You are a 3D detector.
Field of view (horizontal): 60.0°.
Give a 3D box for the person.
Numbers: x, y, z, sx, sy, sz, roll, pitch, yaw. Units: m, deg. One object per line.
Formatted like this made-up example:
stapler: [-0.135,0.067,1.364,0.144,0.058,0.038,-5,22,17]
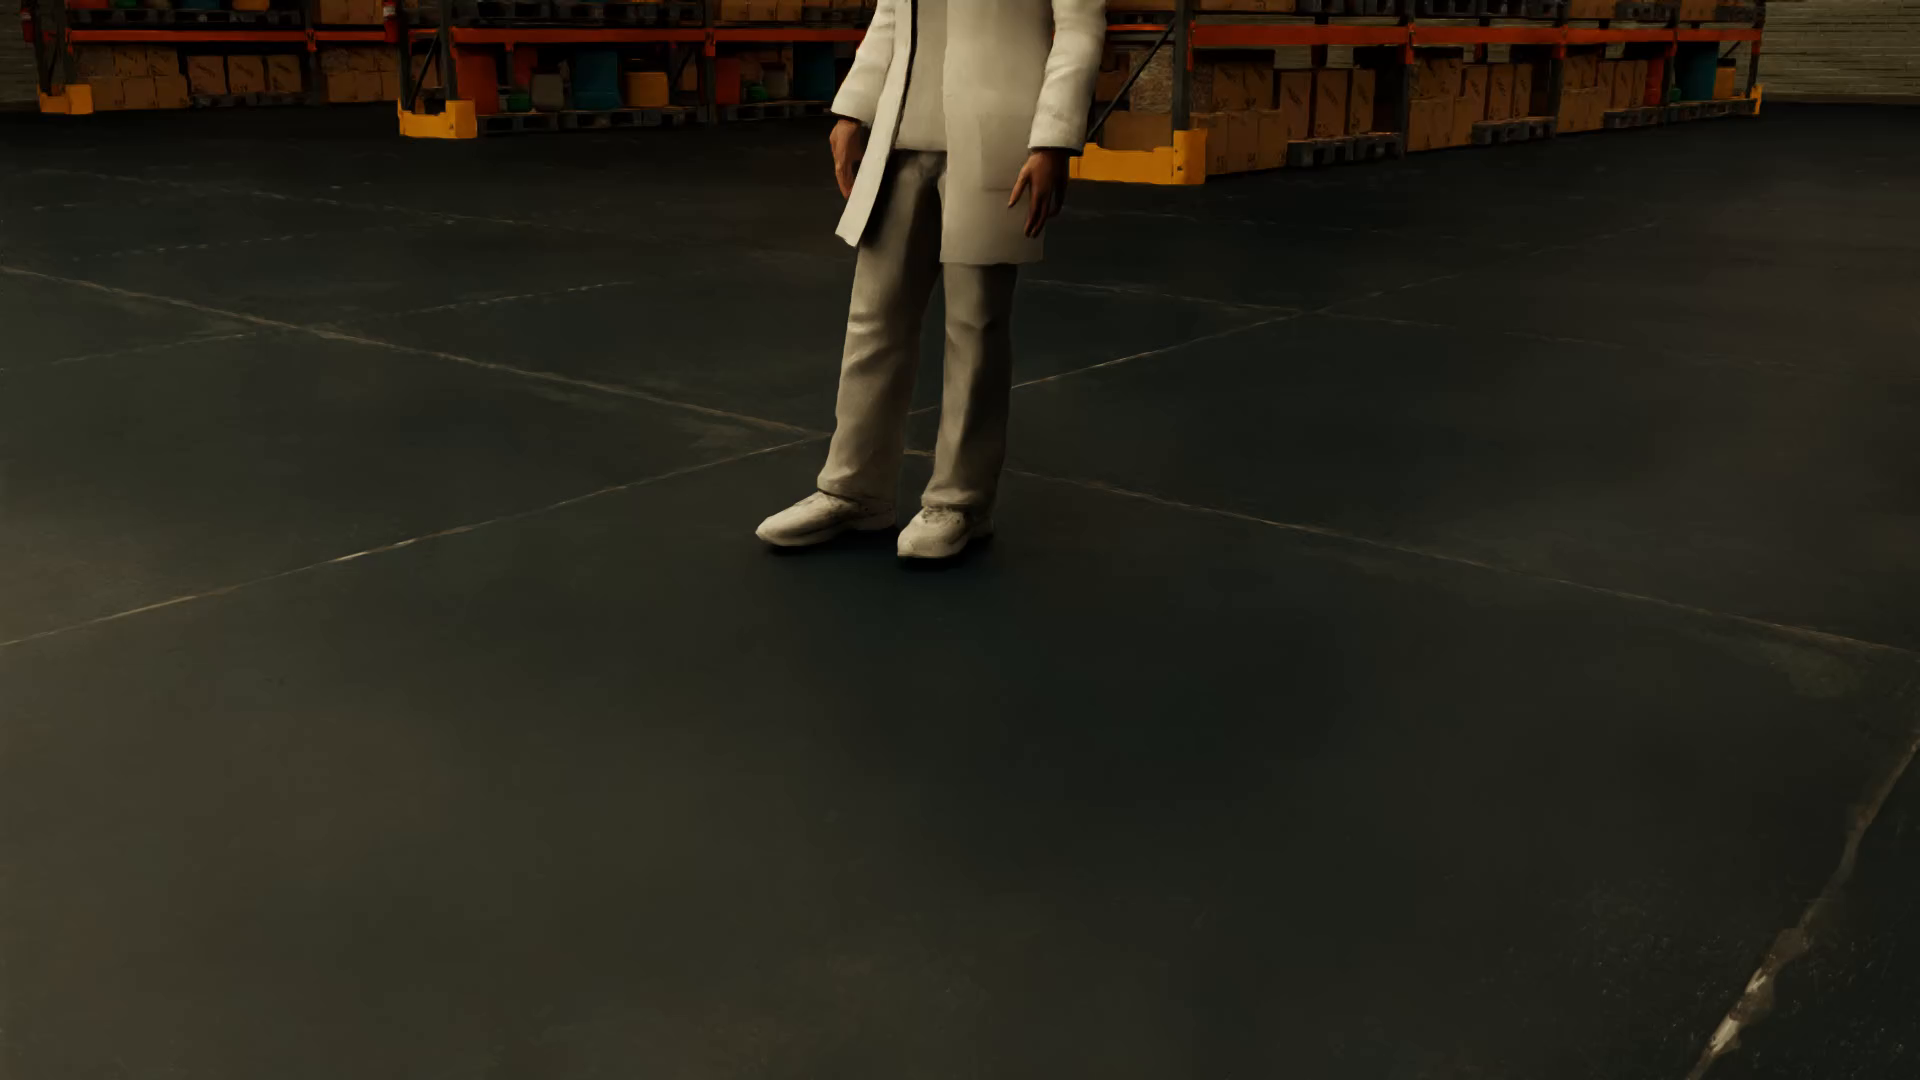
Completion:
person: [-0.062,-0.838,3.617,0.694,1.776,0.579,13,21,37]
